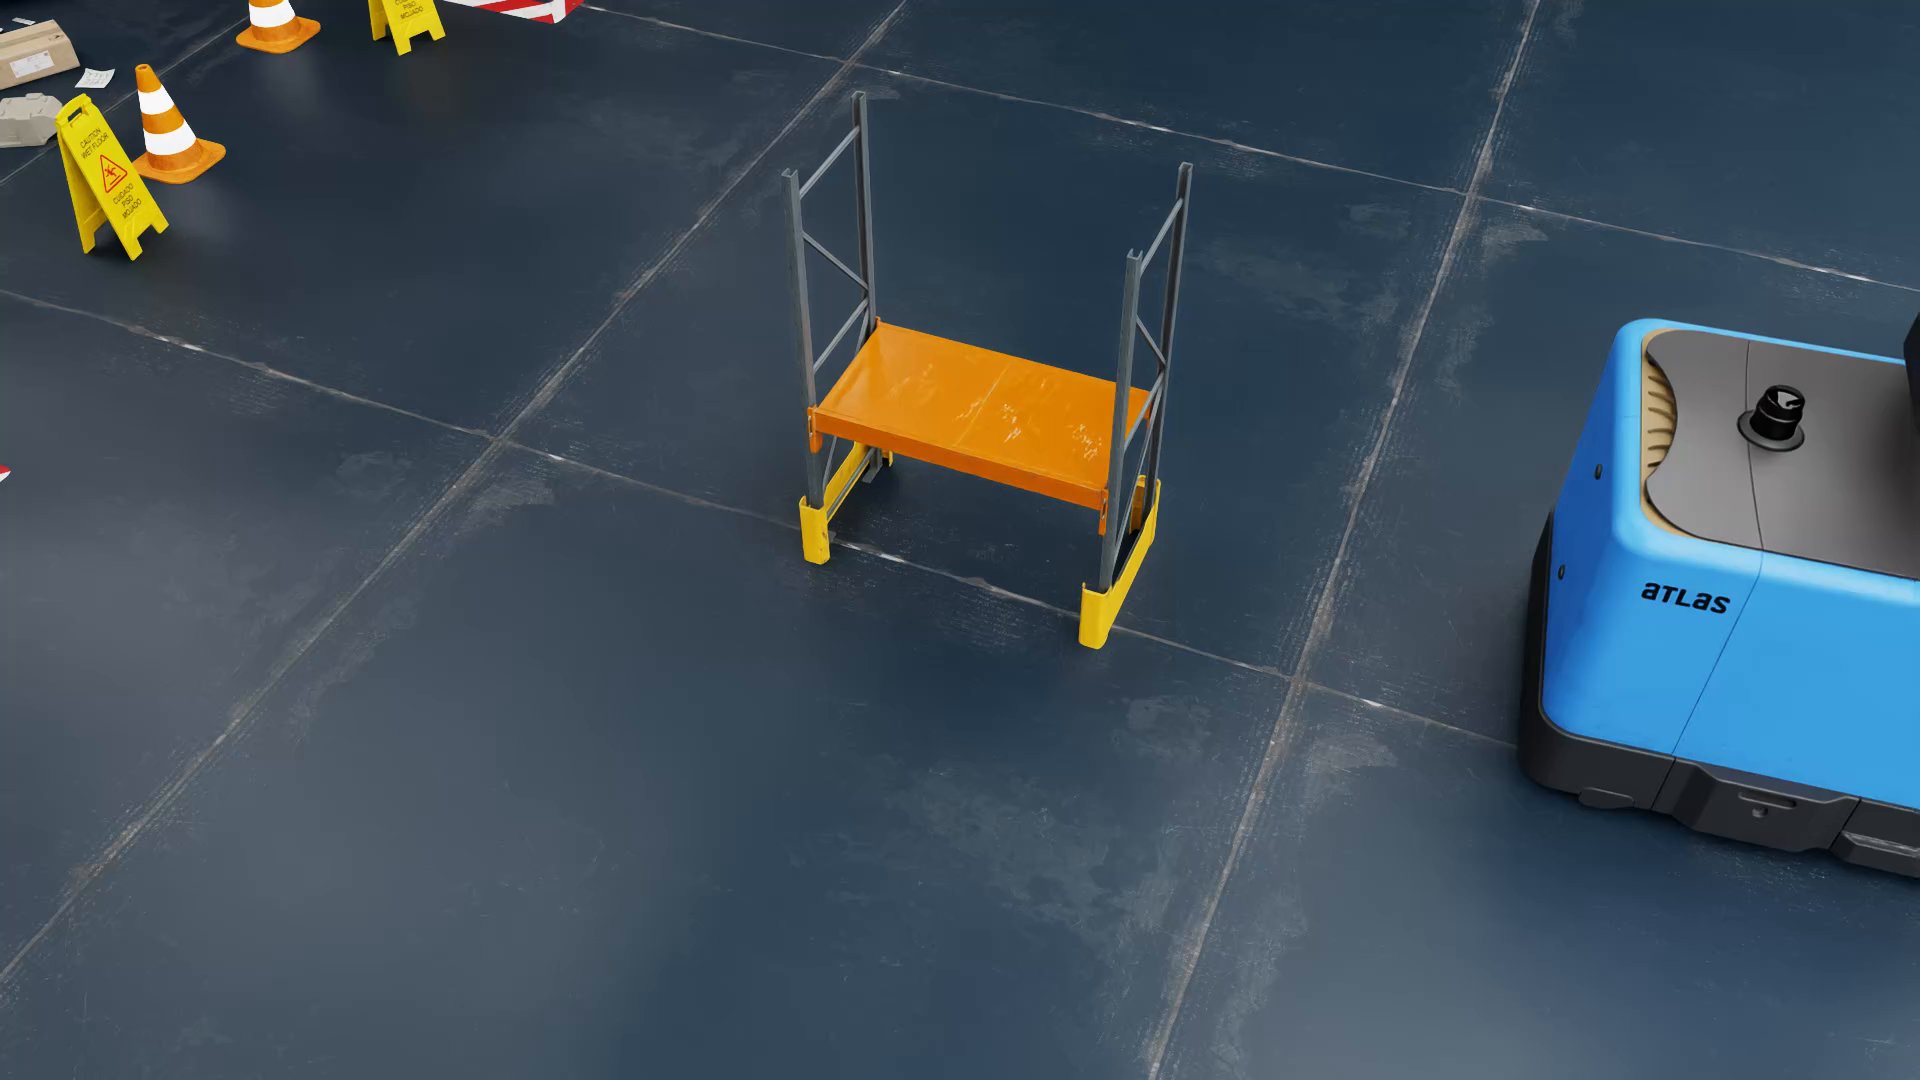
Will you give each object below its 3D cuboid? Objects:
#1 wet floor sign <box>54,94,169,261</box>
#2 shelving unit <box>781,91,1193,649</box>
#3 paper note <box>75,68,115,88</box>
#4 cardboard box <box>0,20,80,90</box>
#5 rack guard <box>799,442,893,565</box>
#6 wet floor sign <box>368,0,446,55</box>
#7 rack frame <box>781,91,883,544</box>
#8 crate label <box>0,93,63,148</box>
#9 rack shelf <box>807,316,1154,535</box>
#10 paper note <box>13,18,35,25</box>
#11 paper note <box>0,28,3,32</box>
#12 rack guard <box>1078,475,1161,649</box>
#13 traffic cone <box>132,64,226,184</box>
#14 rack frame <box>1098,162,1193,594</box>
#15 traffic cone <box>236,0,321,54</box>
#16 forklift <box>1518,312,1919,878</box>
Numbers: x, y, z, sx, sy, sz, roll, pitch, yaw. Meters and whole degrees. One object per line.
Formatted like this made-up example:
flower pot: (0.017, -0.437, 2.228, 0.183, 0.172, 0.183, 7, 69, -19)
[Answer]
wet floor sign: (-3.520, -1.499, 6.799, 0.232, 0.644, 0.267, 9, 46, 9)
shelving unit: (0.070, -0.511, 5.200, 1.083, 1.500, 0.587, 16, 47, 16)
paper note: (-4.135, -2.211, 7.950, 0.142, 0.019, 0.148, 2, 45, 2)
cardboard box: (-4.483, -2.332, 7.989, 0.380, 0.149, 0.250, -28, 51, -25)
rack guard: (-0.389, -0.203, 5.777, 0.087, 0.250, 0.587, 16, 47, 16)
wet floor sign: (-2.733, -2.719, 8.026, 0.232, 0.644, 0.267, 33, 54, 29)
rack frame: (-0.390, -0.647, 5.336, 0.032, 1.500, 0.500, 16, 47, 16)
crate label: (-4.253, -1.923, 7.585, 0.298, 0.136, 0.250, -5, 45, -5)
rack shelf: (0.079, -0.381, 5.325, 1.000, 0.185, 0.538, 16, 47, 16)
paper note: (-4.712, -2.610, 8.367, 0.123, 0.001, 0.032, 16, 47, 16)
paper note: (-4.861, -2.535, 8.284, 0.142, 0.019, 0.148, 33, 54, 29)
rack guard: (0.530, 0.067, 5.505, 0.087, 0.250, 0.587, 16, 47, 16)
traffic cone: (-3.503, -1.865, 7.296, 0.334, 0.463, 0.336, 16, 47, 16)
rack frame: (0.548, -0.370, 5.059, 0.032, 1.500, 0.500, 16, 47, 16)
traffic cone: (-3.390, -2.680, 8.115, 0.334, 0.463, 0.336, 16, 47, 16)
forklift: (3.252, -0.326, 3.999, 3.031, 2.935, 1.130, 12, 46, 12)
